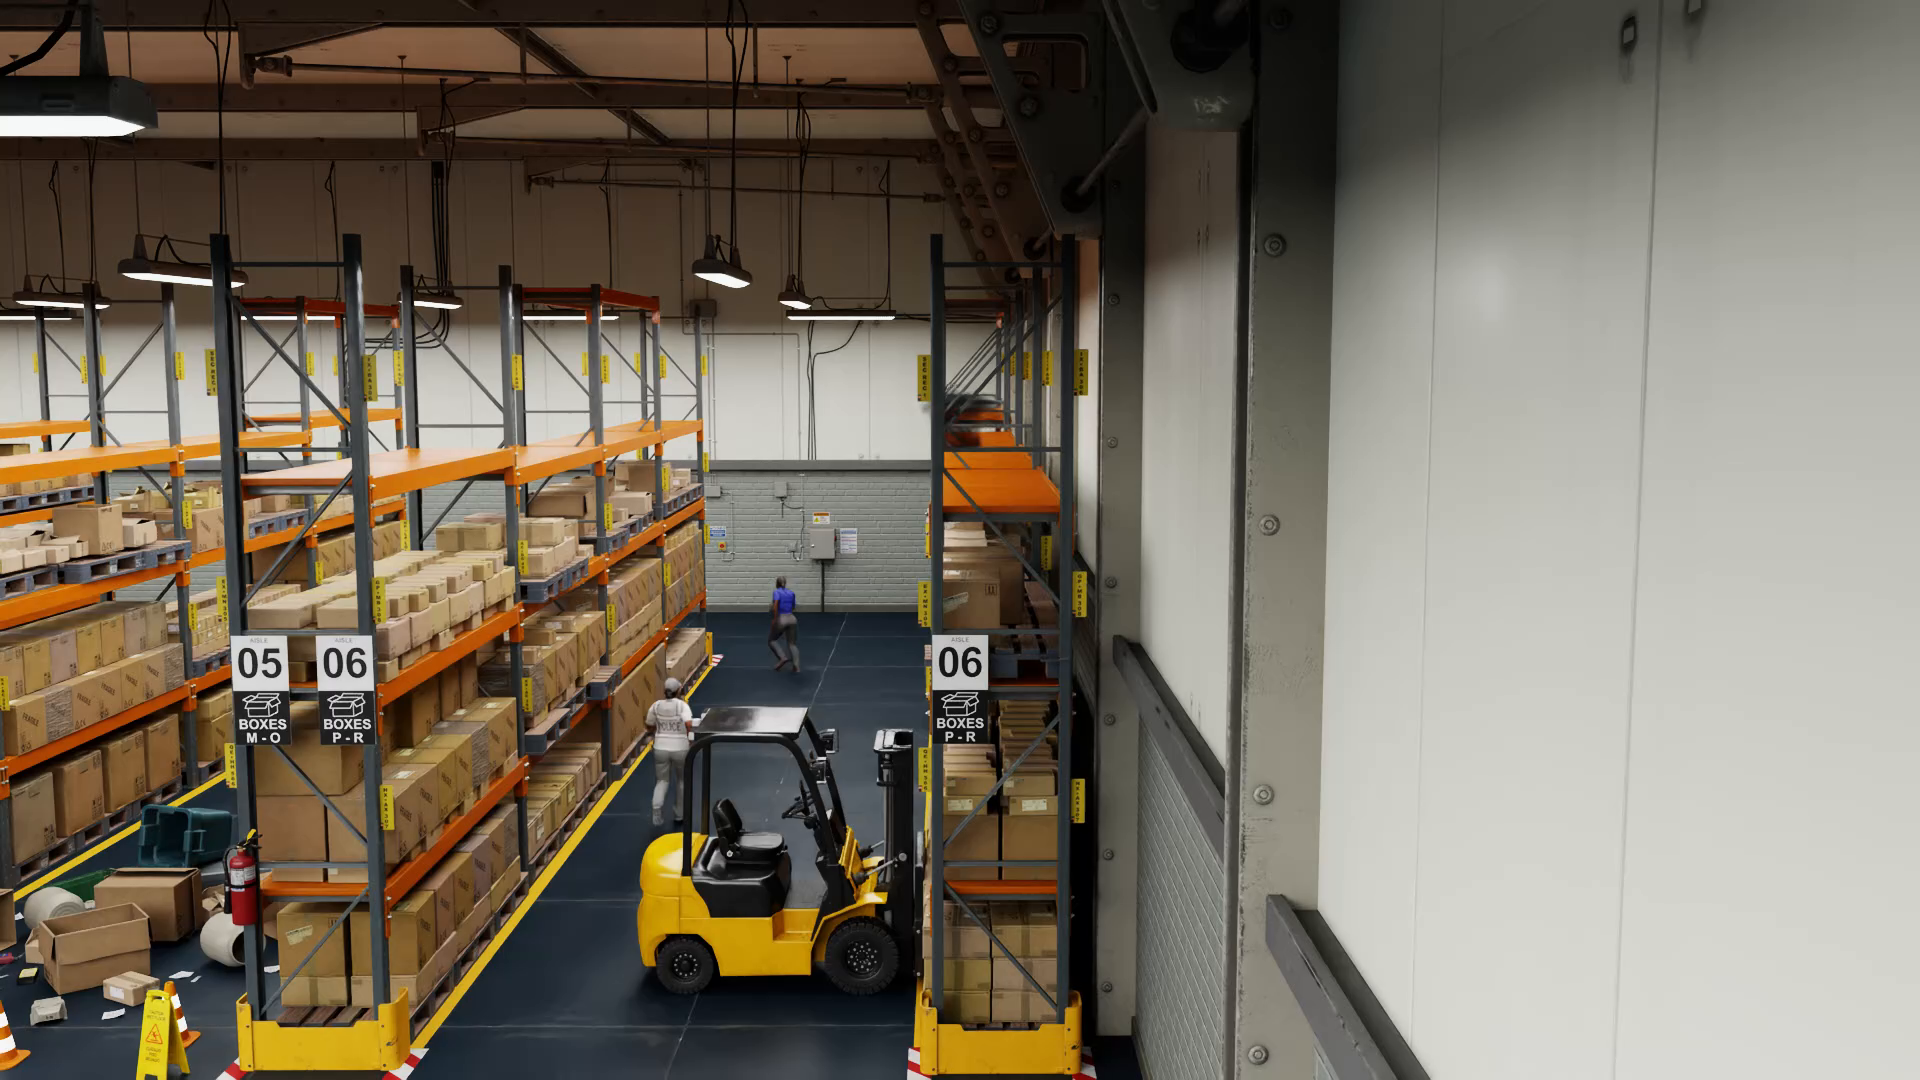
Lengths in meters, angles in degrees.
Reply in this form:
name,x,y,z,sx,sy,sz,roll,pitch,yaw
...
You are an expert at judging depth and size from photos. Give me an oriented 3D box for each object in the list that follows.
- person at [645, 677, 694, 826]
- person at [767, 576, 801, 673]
name,x,y,z,sx,sy,sz,roll,pitch,yaw
person,-3.167,2.327,18.242,0.600,1.643,0.819,0,6,4
person,-2.909,1.369,27.332,0.578,1.548,0.879,-5,8,-35
